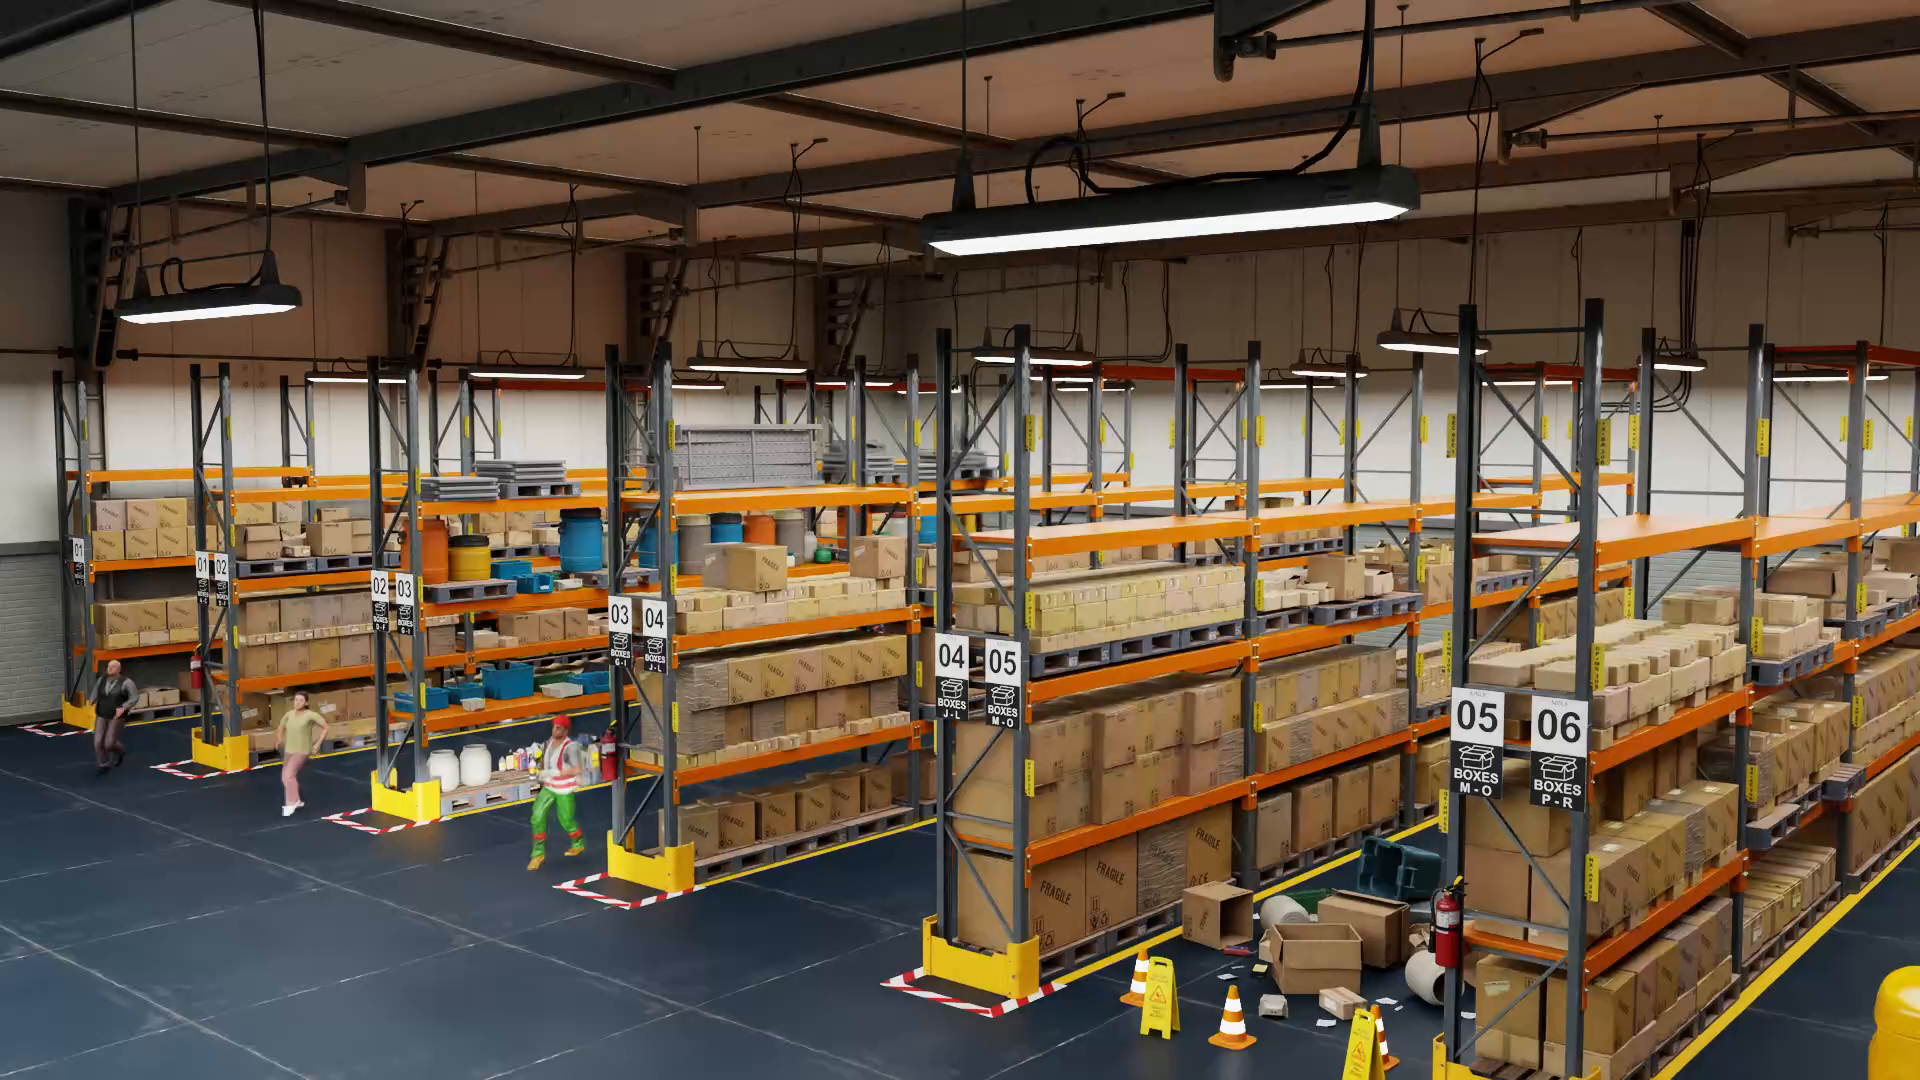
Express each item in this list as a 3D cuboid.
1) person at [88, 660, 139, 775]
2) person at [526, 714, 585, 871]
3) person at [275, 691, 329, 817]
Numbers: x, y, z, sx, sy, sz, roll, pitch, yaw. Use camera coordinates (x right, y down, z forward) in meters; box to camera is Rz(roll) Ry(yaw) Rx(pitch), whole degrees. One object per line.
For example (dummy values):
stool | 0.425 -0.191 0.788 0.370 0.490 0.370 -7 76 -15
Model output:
person | -12.386 2.585 24.329 0.687 1.668 0.631 0 4 3
person | -4.592 2.913 19.245 0.670 1.825 0.784 2 5 31
person | -8.636 2.794 21.710 0.637 1.618 0.642 1 4 15
